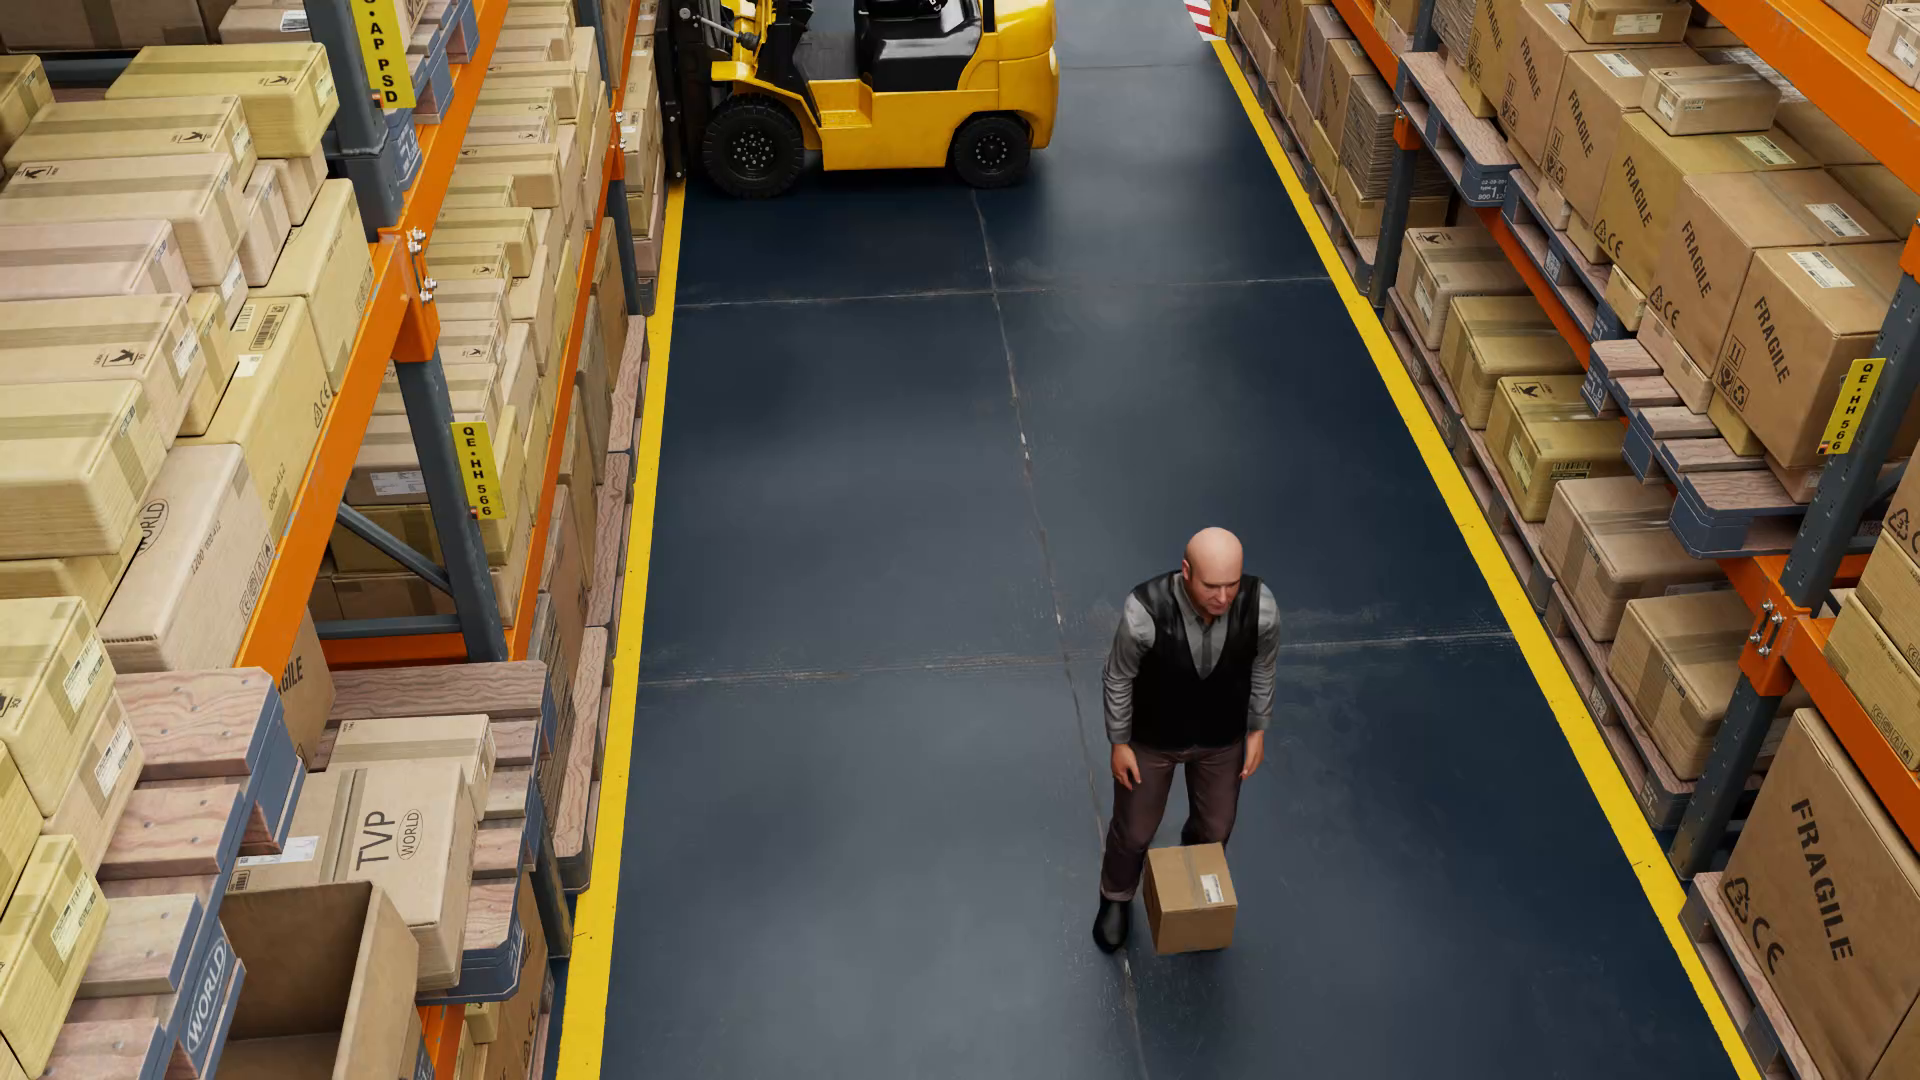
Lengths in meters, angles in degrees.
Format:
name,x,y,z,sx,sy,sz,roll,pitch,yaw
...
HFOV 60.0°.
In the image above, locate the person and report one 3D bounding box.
name,x,y,z,sx,sy,sz,roll,pitch,yaw
person,0.726,0.622,5.400,0.565,1.723,0.423,-4,39,-5
